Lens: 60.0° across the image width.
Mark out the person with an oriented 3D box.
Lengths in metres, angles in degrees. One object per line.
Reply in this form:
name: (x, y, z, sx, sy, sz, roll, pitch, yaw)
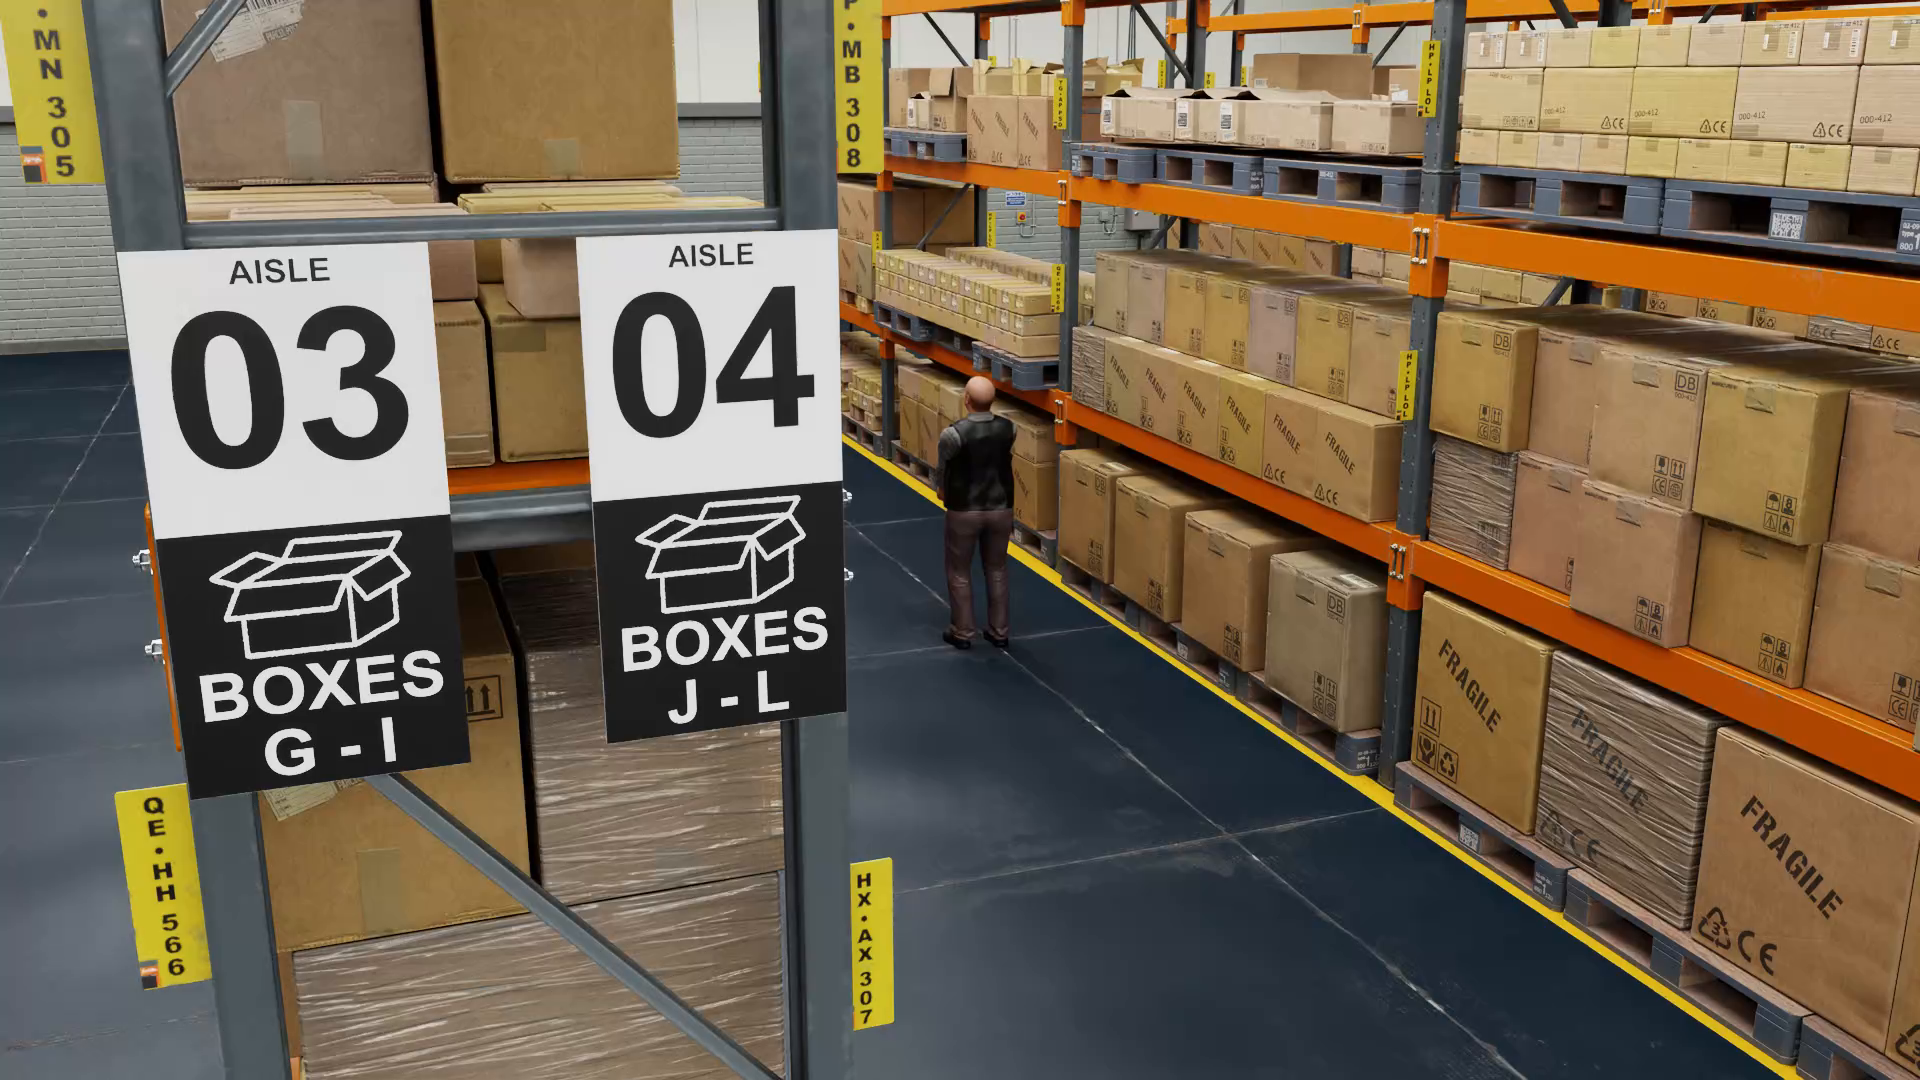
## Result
person: (0.068, -0.187, 10.262, 0.494, 1.712, 0.559, -6, 17, -20)
